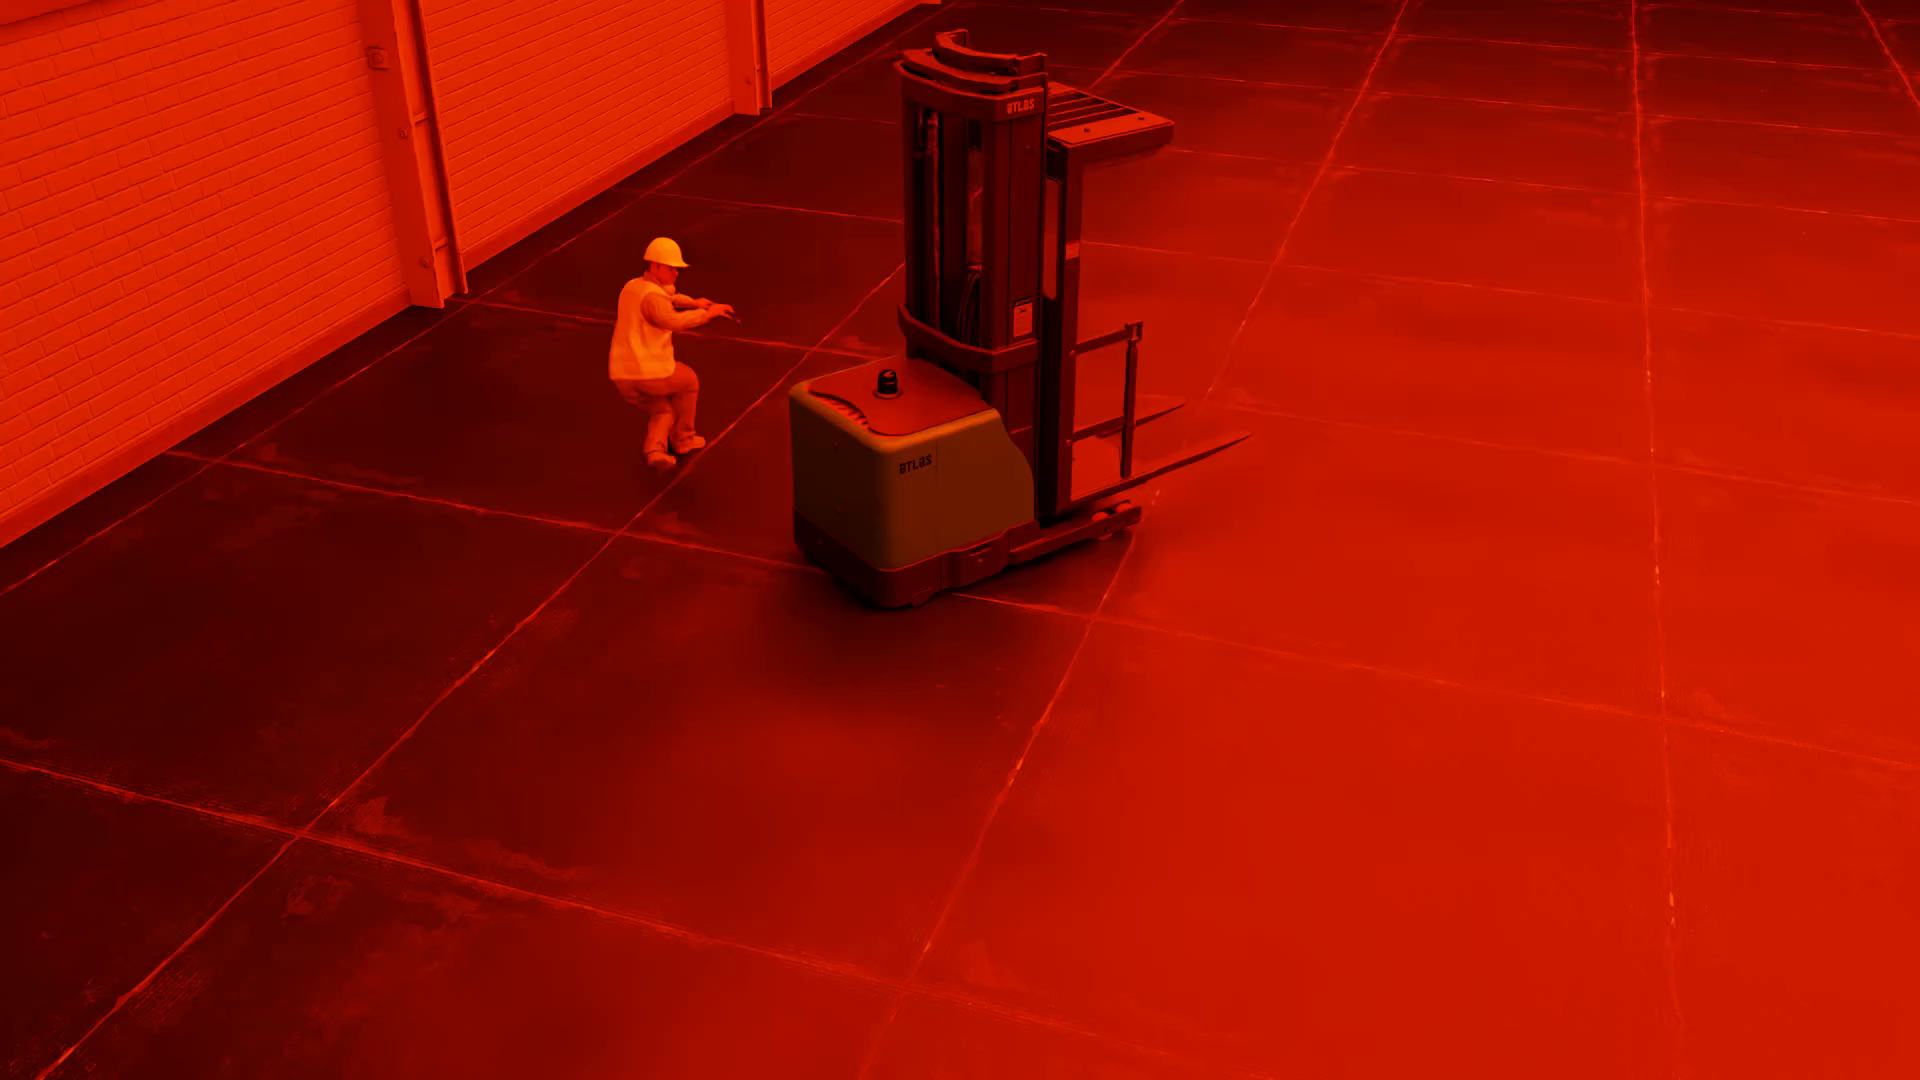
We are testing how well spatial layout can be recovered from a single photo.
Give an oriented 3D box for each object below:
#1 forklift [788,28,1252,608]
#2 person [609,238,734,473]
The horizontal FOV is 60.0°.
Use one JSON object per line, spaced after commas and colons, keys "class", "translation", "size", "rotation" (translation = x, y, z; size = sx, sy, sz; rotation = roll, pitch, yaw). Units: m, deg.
{"class": "forklift", "translation": [0.493, -1.465, 9.706], "size": [3.031, 2.935, 1.130], "rotation": [-20, 35, -31]}
{"class": "person", "translation": [-1.756, -1.210, 10.712], "size": [0.807, 1.510, 1.079], "rotation": [16, 33, 26]}
